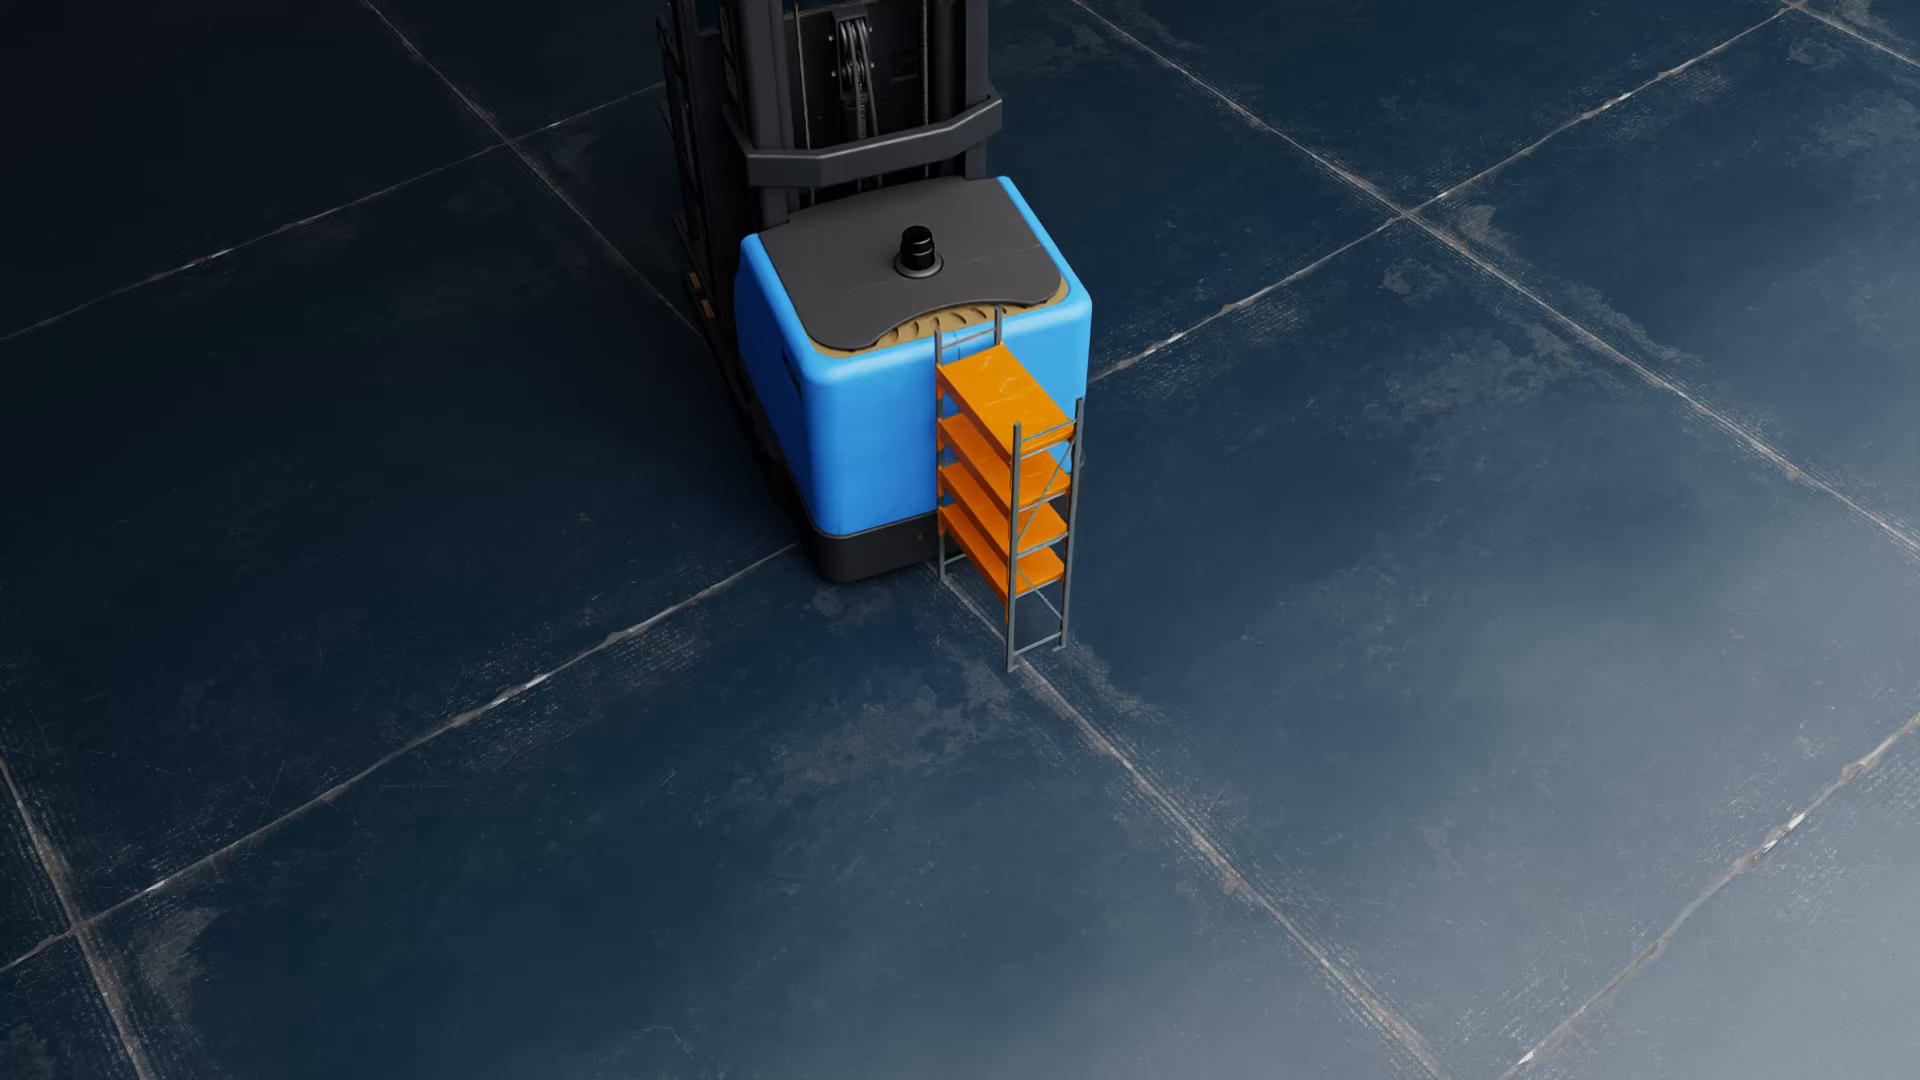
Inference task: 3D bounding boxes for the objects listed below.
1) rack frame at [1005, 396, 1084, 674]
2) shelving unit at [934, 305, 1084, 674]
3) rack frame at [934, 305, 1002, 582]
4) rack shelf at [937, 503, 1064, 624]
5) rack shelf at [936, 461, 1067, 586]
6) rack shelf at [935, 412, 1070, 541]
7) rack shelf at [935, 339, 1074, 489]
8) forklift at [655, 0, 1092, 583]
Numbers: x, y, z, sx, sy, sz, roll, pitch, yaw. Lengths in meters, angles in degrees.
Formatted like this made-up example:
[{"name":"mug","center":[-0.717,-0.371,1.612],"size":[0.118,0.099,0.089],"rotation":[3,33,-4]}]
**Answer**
[{"name":"rack frame","center":[0.267,0.017,5.425],"size":[0.240,1.200,0.015],"rotation":[-23,52,-19]},{"name":"shelving unit","center":[0.147,-0.141,5.568],"size":[0.258,1.200,0.503],"rotation":[-23,52,-19]},{"name":"rack frame","center":[0.027,-0.298,5.711],"size":[0.240,1.200,0.015],"rotation":[-23,52,-19]},{"name":"rack shelf","center":[0.147,0.038,5.765],"size":[0.258,0.148,0.480],"rotation":[-23,52,-19]},{"name":"rack shelf","center":[0.147,-0.096,5.618],"size":[0.258,0.148,0.480],"rotation":[-23,52,-19]},{"name":"rack shelf","center":[0.147,-0.246,5.452],"size":[0.258,0.148,0.480],"rotation":[-23,52,-19]},{"name":"rack shelf","center":[0.147,-0.405,5.277],"size":[0.258,0.148,0.480],"rotation":[-23,52,-19]},{"name":"forklift","center":[-0.545,-1.944,6.034],"size":[1.130,2.935,3.031],"rotation":[-16,50,-14]}]
